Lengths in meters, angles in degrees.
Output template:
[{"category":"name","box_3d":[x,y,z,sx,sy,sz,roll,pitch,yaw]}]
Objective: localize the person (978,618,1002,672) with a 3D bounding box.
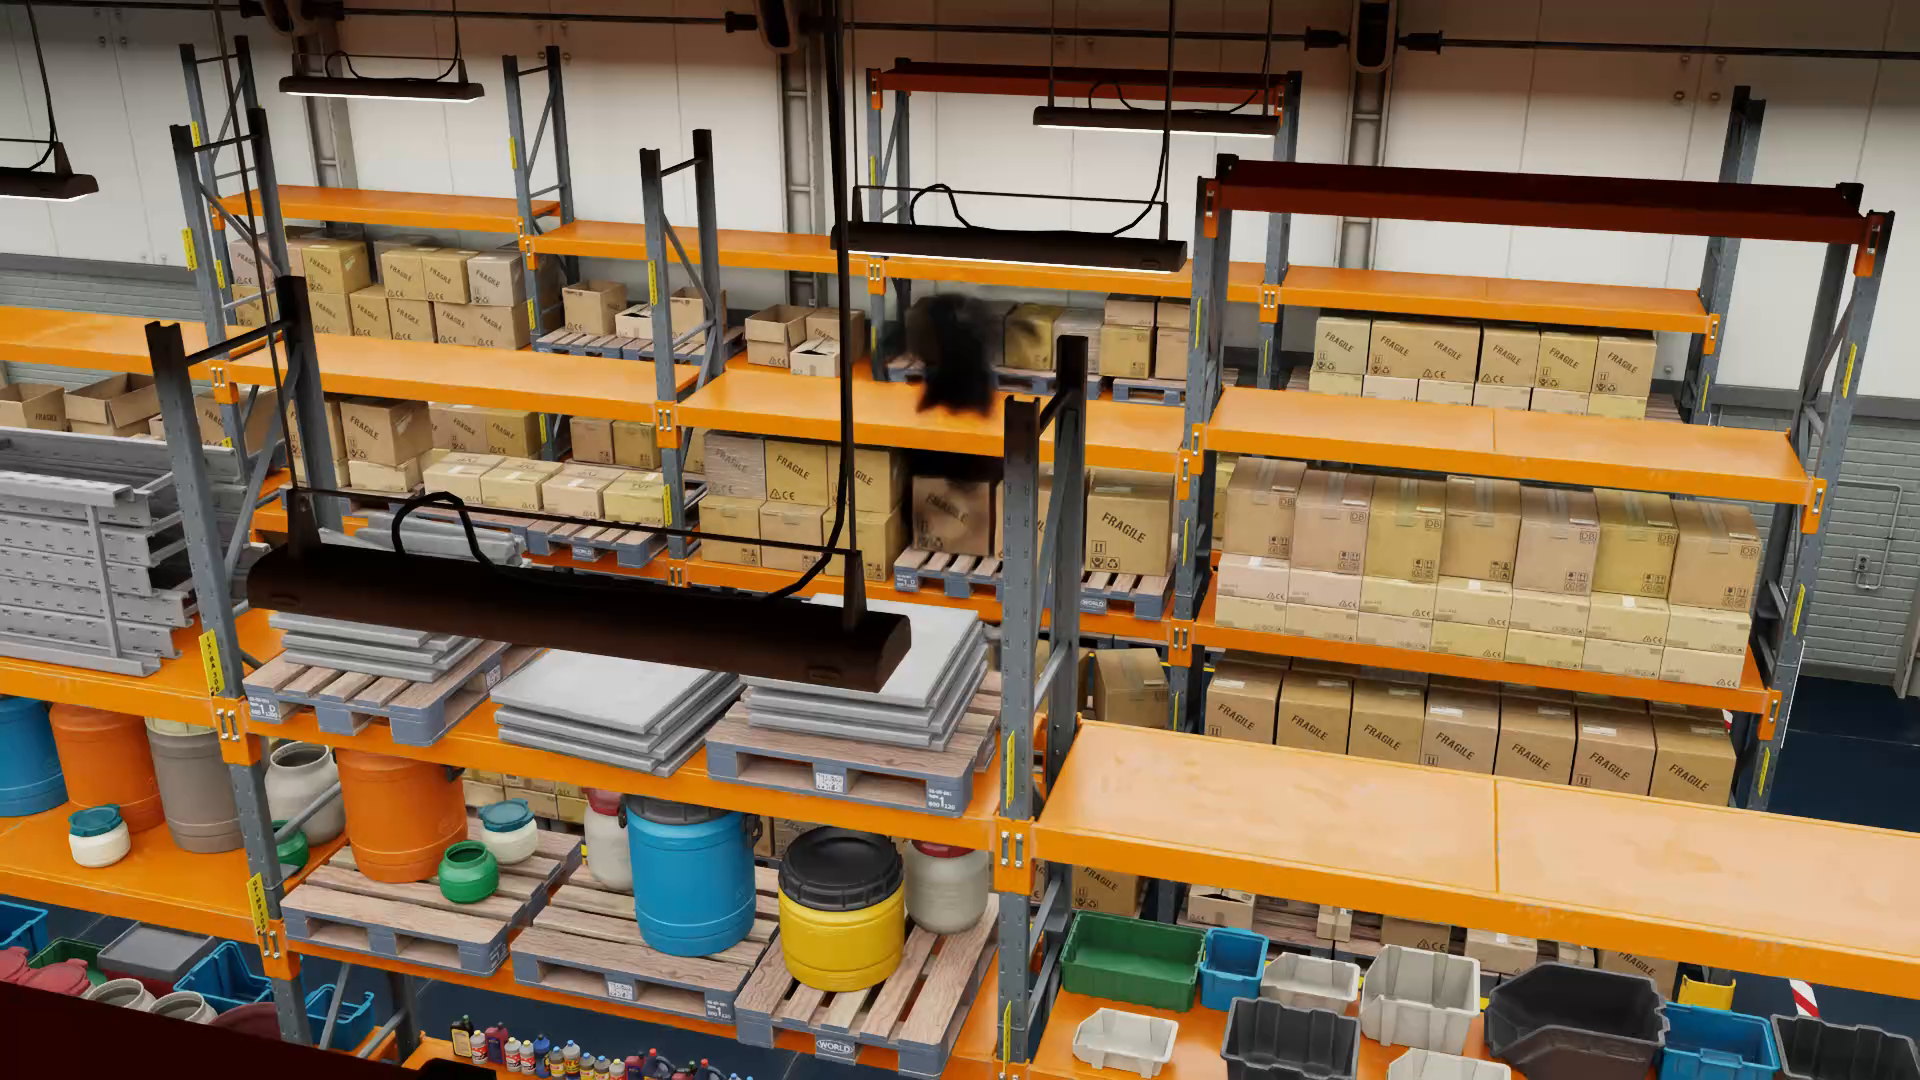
[{"category":"person","box_3d":[0.372,0.906,16.311,0.716,1.788,0.686,0,23,1]}]
